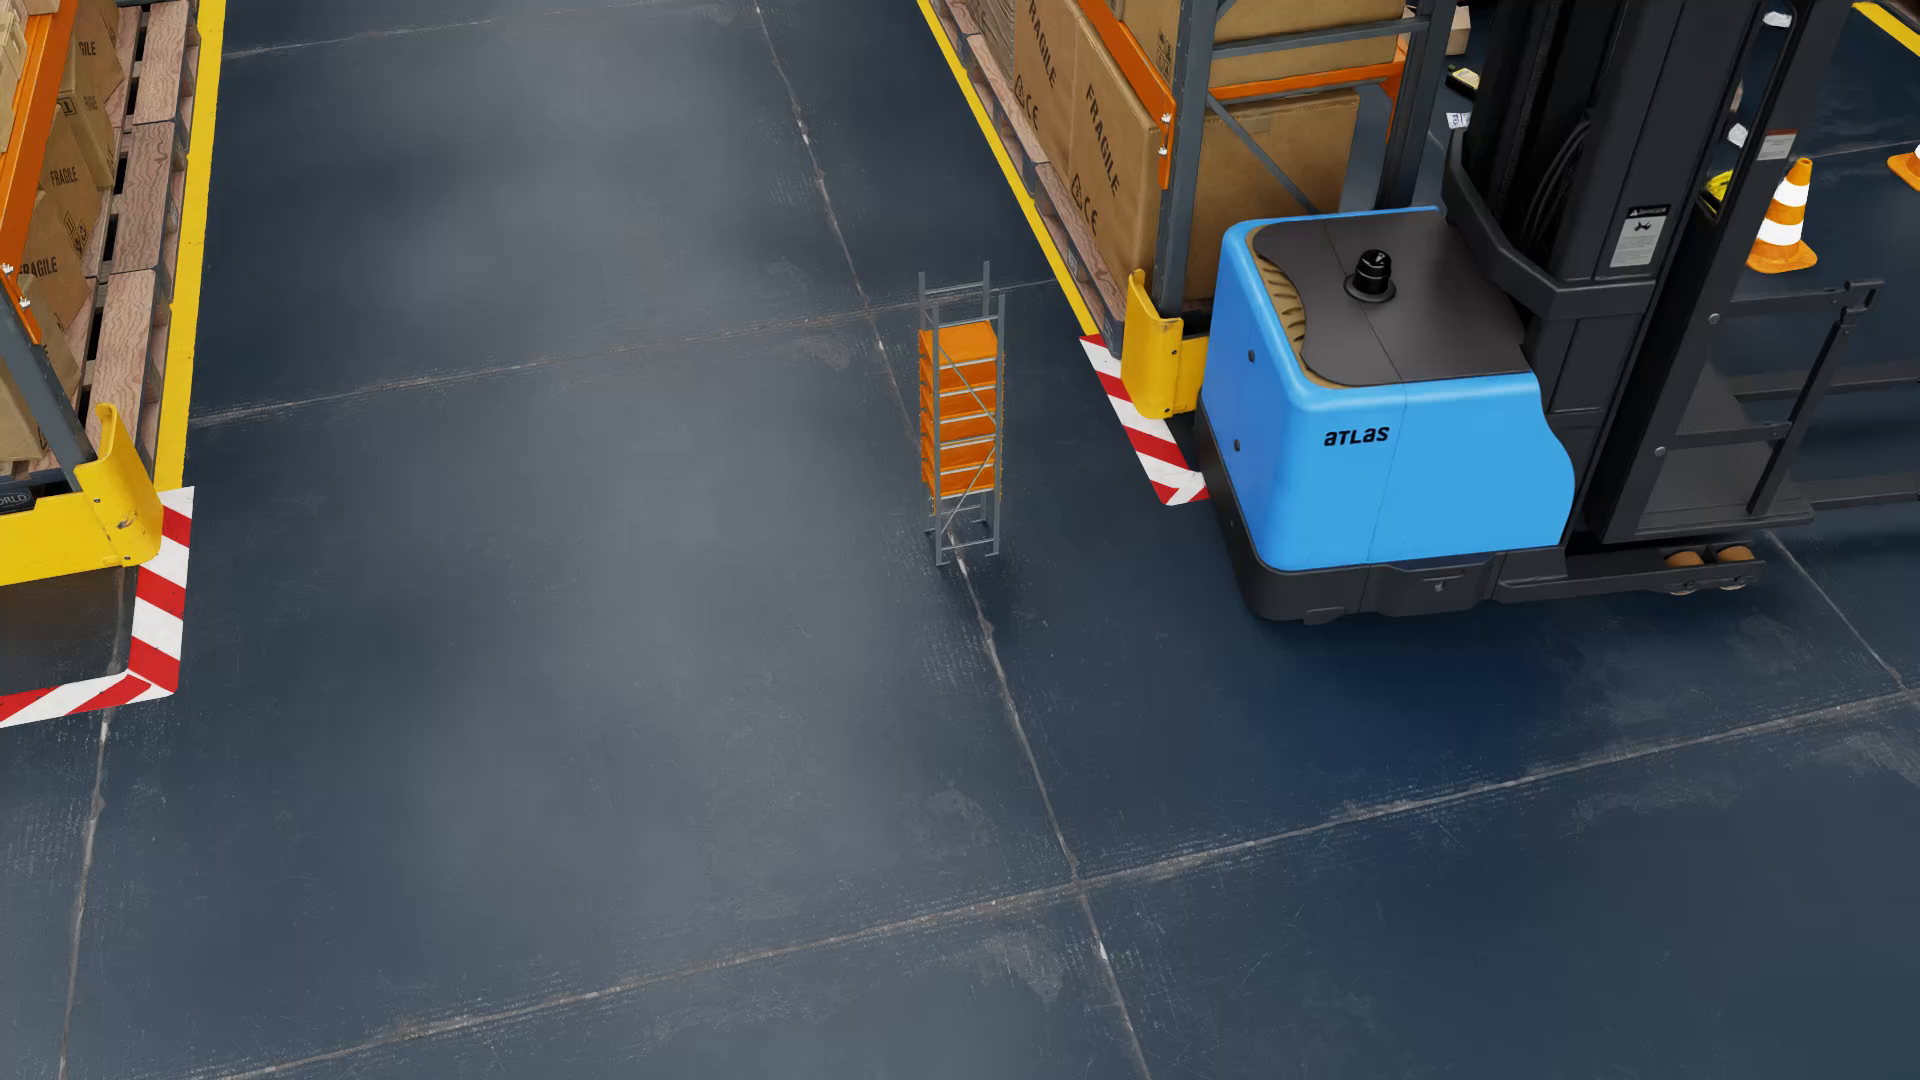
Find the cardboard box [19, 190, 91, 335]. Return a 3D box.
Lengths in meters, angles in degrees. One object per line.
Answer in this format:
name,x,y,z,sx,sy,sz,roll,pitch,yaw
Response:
cardboard box,-3.895,-1.045,6.630,0.500,0.500,0.500,0,46,0

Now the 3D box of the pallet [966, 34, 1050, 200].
pallet,0.666,-2.172,8.231,1.003,0.211,1.213,-11,47,-10

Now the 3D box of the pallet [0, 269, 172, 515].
pallet,-3.759,-0.576,6.667,1.003,0.211,1.213,-11,47,-10

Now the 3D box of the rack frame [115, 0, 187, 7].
rack frame,-4.590,-3.694,7.770,1.000,3.000,0.127,-11,47,-10

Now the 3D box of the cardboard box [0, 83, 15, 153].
cardboard box,-3.503,-1.436,5.733,0.380,0.149,0.250,-11,47,-10

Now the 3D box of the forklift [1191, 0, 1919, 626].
forklift,2.466,-1.196,5.370,3.031,2.935,1.130,-6,46,-5

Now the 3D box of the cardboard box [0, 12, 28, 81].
cardboard box,-3.644,-1.779,6.069,0.380,0.149,0.250,-11,47,-10

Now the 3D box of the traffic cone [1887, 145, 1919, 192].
traffic cone,4.657,-1.917,7.805,0.336,0.463,0.334,-11,47,-10

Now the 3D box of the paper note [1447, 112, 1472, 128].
paper note,2.506,-2.094,8.282,0.144,0.017,0.142,4,46,4

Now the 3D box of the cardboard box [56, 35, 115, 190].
cardboard box,-4.137,-1.874,7.443,0.500,0.500,0.500,-15,47,-14

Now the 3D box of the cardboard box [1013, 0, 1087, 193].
cardboard box,0.790,-2.236,7.535,0.875,0.875,0.875,-11,47,-11

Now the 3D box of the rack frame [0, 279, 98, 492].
rack frame,-3.565,-0.932,5.064,1.000,3.000,0.127,-11,47,-10

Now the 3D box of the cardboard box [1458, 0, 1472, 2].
cardboard box,2.870,-3.312,9.048,0.797,0.637,0.503,-11,47,-10

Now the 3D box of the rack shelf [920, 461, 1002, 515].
rack shelf,0.004,-0.211,6.015,0.258,0.103,0.180,-11,47,-10

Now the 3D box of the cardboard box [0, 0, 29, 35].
cardboard box,-3.734,-1.947,6.233,0.380,0.149,0.250,-11,47,-10

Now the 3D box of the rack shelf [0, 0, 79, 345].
rack shelf,-4.077,-2.061,6.674,1.077,0.370,4.000,-11,47,-10

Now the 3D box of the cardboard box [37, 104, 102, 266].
cardboard box,-4.037,-1.481,7.057,0.500,0.500,0.500,-7,46,-7

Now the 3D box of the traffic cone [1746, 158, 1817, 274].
traffic cone,3.671,-1.480,7.376,0.336,0.463,0.334,-11,47,-10

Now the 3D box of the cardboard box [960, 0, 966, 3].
cardboard box,0.324,-3.487,8.761,0.875,0.875,0.875,-10,46,-10

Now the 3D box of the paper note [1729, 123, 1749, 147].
paper note,3.848,-1.994,8.183,0.148,0.019,0.142,-26,51,-24

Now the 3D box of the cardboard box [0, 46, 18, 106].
cardboard box,-3.587,-1.605,5.899,0.380,0.149,0.250,-11,47,-10

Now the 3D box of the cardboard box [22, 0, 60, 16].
cardboard box,-3.698,-2.138,6.421,0.380,0.149,0.250,-11,47,-10

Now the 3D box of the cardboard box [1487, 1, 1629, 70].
cardboard box,3.117,-2.620,8.466,0.637,0.503,0.797,27,51,24

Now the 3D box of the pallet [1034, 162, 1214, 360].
pallet,0.975,-1.331,7.407,1.003,0.211,1.213,-11,47,-10

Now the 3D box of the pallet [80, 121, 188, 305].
pallet,-4.067,-1.417,7.491,1.003,0.211,1.213,-11,47,-10

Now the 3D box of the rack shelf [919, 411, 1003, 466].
rack shelf,0.004,-0.379,5.843,0.258,0.103,0.180,-11,47,-10

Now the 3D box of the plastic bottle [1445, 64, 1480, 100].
plastic bottle,2.585,-2.348,8.508,0.133,0.061,0.283,-26,51,-24

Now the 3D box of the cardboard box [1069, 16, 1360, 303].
cardboard box,1.018,-1.629,6.940,0.875,0.875,0.875,-10,47,-10

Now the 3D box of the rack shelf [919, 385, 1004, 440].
rack shelf,0.004,-0.463,5.758,0.258,0.103,0.180,-11,47,-10

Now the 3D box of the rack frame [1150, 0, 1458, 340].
rack frame,1.255,-1.770,5.884,1.000,3.000,0.127,-11,47,-10

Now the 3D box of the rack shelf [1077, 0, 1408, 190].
rack shelf,0.743,-2.899,7.494,1.077,0.370,4.000,-11,47,-10

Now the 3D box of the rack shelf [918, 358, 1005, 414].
rack shelf,0.004,-0.547,5.672,0.258,0.103,0.180,-11,47,-10

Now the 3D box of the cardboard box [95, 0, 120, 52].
cardboard box,-4.526,-2.683,8.235,0.500,0.500,0.500,-12,47,-12

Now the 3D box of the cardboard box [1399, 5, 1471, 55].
cardboard box,2.452,-2.724,8.734,0.396,0.266,0.258,-3,46,-3

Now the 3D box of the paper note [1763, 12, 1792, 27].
paper note,4.428,-2.817,8.989,0.142,0.019,0.148,-26,51,-24

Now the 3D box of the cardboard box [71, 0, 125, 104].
cardboard box,-4.372,-2.289,7.849,0.500,0.500,0.500,3,46,2

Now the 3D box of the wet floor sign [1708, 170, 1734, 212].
wet floor sign,3.177,-1.288,7.060,0.267,0.644,0.232,-18,48,-17

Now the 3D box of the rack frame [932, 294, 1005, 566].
rack frame,0.027,-0.347,5.750,0.240,1.200,0.006,-11,47,-10

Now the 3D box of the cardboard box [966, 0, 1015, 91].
cardboard box,0.559,-2.866,8.152,0.875,0.875,0.875,-10,46,-10

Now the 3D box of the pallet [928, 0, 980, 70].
pallet,0.350,-3.016,9.058,1.003,0.211,1.213,-11,47,-10

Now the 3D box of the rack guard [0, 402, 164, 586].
rack guard,-3.585,-0.110,6.008,1.175,0.500,0.348,-11,47,-10

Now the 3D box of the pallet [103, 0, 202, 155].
pallet,-4.383,-2.261,8.318,1.003,0.211,1.213,-11,47,-10

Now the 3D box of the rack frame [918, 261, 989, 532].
rack frame,-0.020,-0.473,5.874,0.240,1.200,0.006,-11,47,-10

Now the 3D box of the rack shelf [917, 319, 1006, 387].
rack shelf,0.004,-0.631,5.586,0.258,0.103,0.180,-11,47,-10

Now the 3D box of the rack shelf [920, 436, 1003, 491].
rack shelf,0.004,-0.295,5.929,0.258,0.103,0.180,-11,47,-10

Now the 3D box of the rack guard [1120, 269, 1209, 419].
rack guard,1.261,-0.878,6.760,1.175,0.500,0.348,-11,47,-10

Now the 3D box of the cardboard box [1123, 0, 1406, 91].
cardboard box,1.116,-2.070,6.073,0.875,0.550,0.550,-11,47,-10

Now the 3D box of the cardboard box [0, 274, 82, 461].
cardboard box,-3.709,-0.639,6.232,0.500,0.500,0.500,-3,46,-3

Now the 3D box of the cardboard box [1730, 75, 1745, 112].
cardboard box,3.726,-2.282,8.382,0.380,0.149,0.250,11,47,11

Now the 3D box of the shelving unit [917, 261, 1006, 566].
shelving unit,0.004,-0.410,5.812,0.258,1.200,0.189,-11,47,-10

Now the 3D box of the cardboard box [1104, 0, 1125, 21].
cardboard box,0.954,-2.446,6.442,0.875,0.550,0.550,-11,47,-10

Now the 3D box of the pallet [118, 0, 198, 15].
pallet,-4.790,-3.255,9.292,1.003,0.211,1.213,-11,47,-10
